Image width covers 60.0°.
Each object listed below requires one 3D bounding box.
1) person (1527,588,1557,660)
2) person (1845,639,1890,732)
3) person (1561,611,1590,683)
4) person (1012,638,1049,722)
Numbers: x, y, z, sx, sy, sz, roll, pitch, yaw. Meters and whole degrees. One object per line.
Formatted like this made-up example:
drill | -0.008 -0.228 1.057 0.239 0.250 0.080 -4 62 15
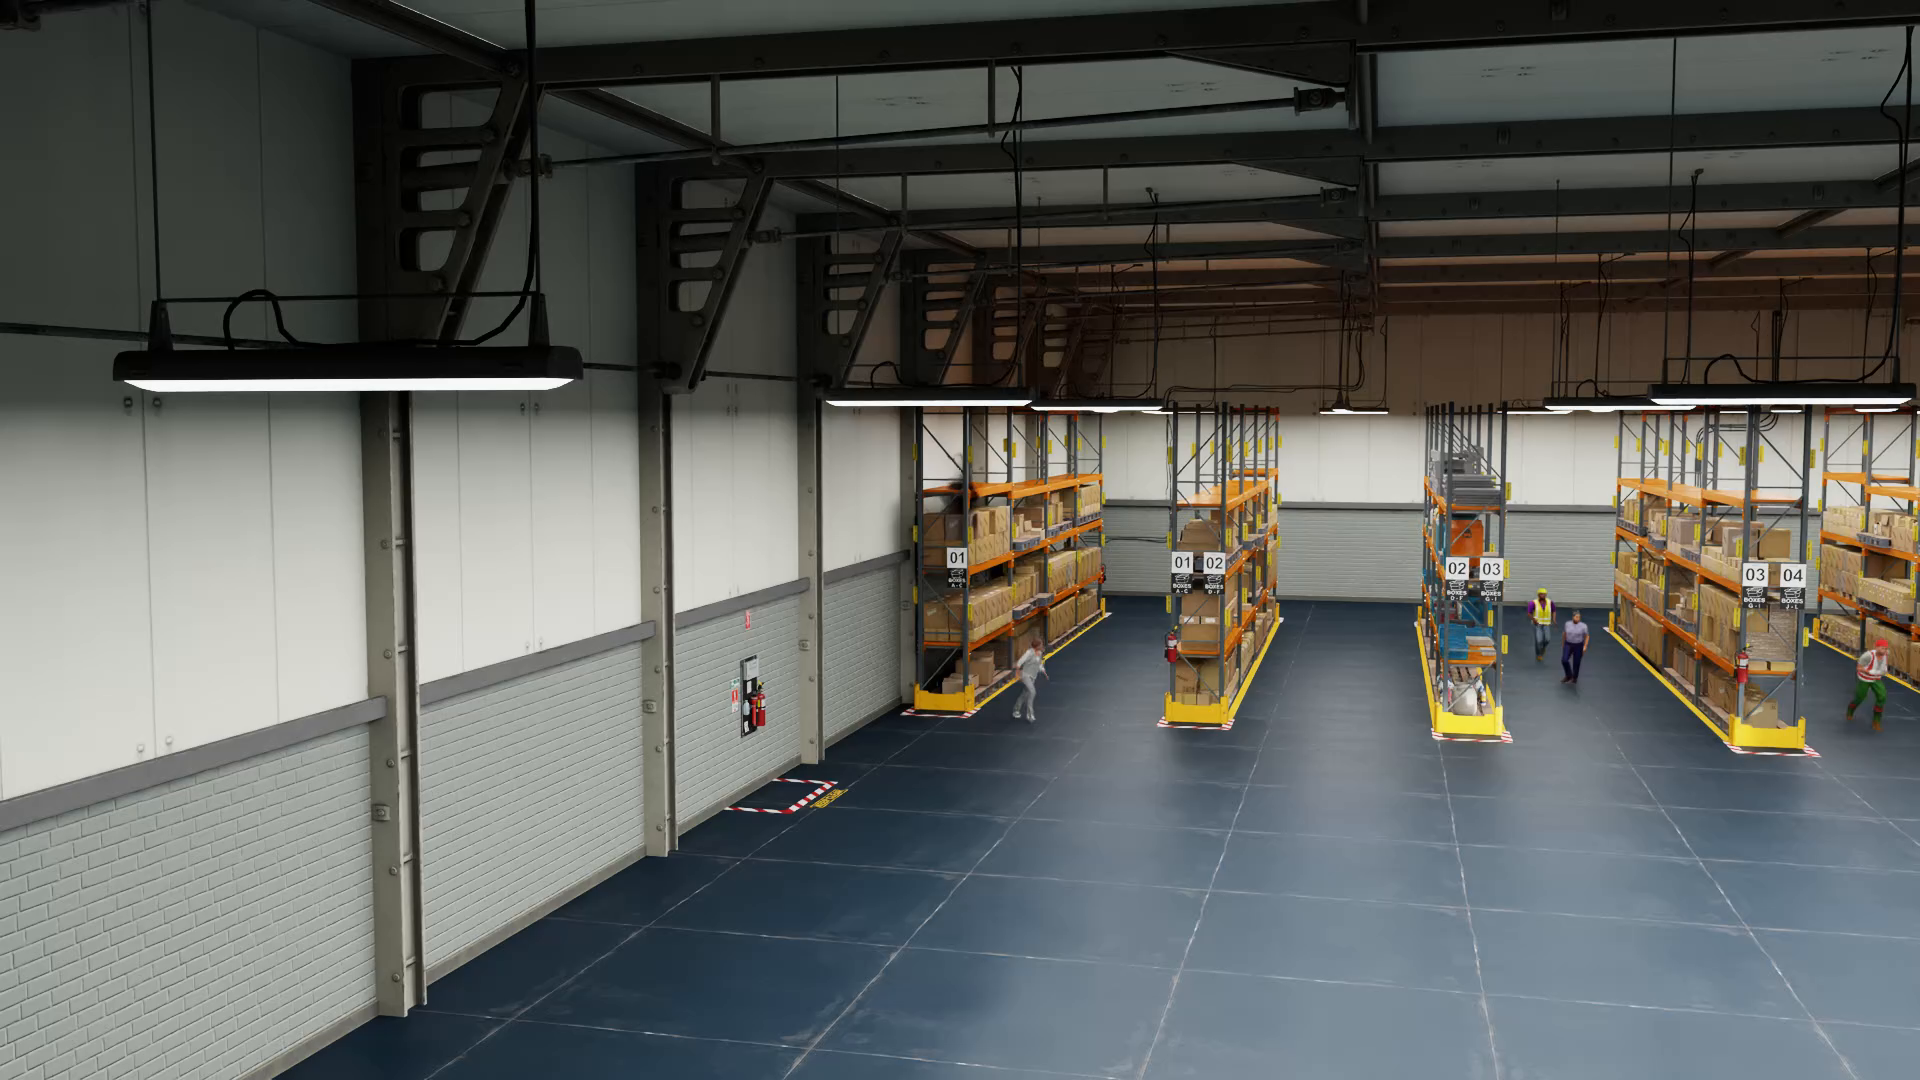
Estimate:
person | 13.690 1.980 39.115 0.684 1.708 0.614 0 4 2
person | 16.756 2.640 30.662 0.715 1.730 1.027 -1 4 -9
person | 13.168 2.289 35.585 0.588 1.588 0.736 2 5 24
person | 1.335 2.658 31.578 0.744 1.533 0.500 4 6 43
